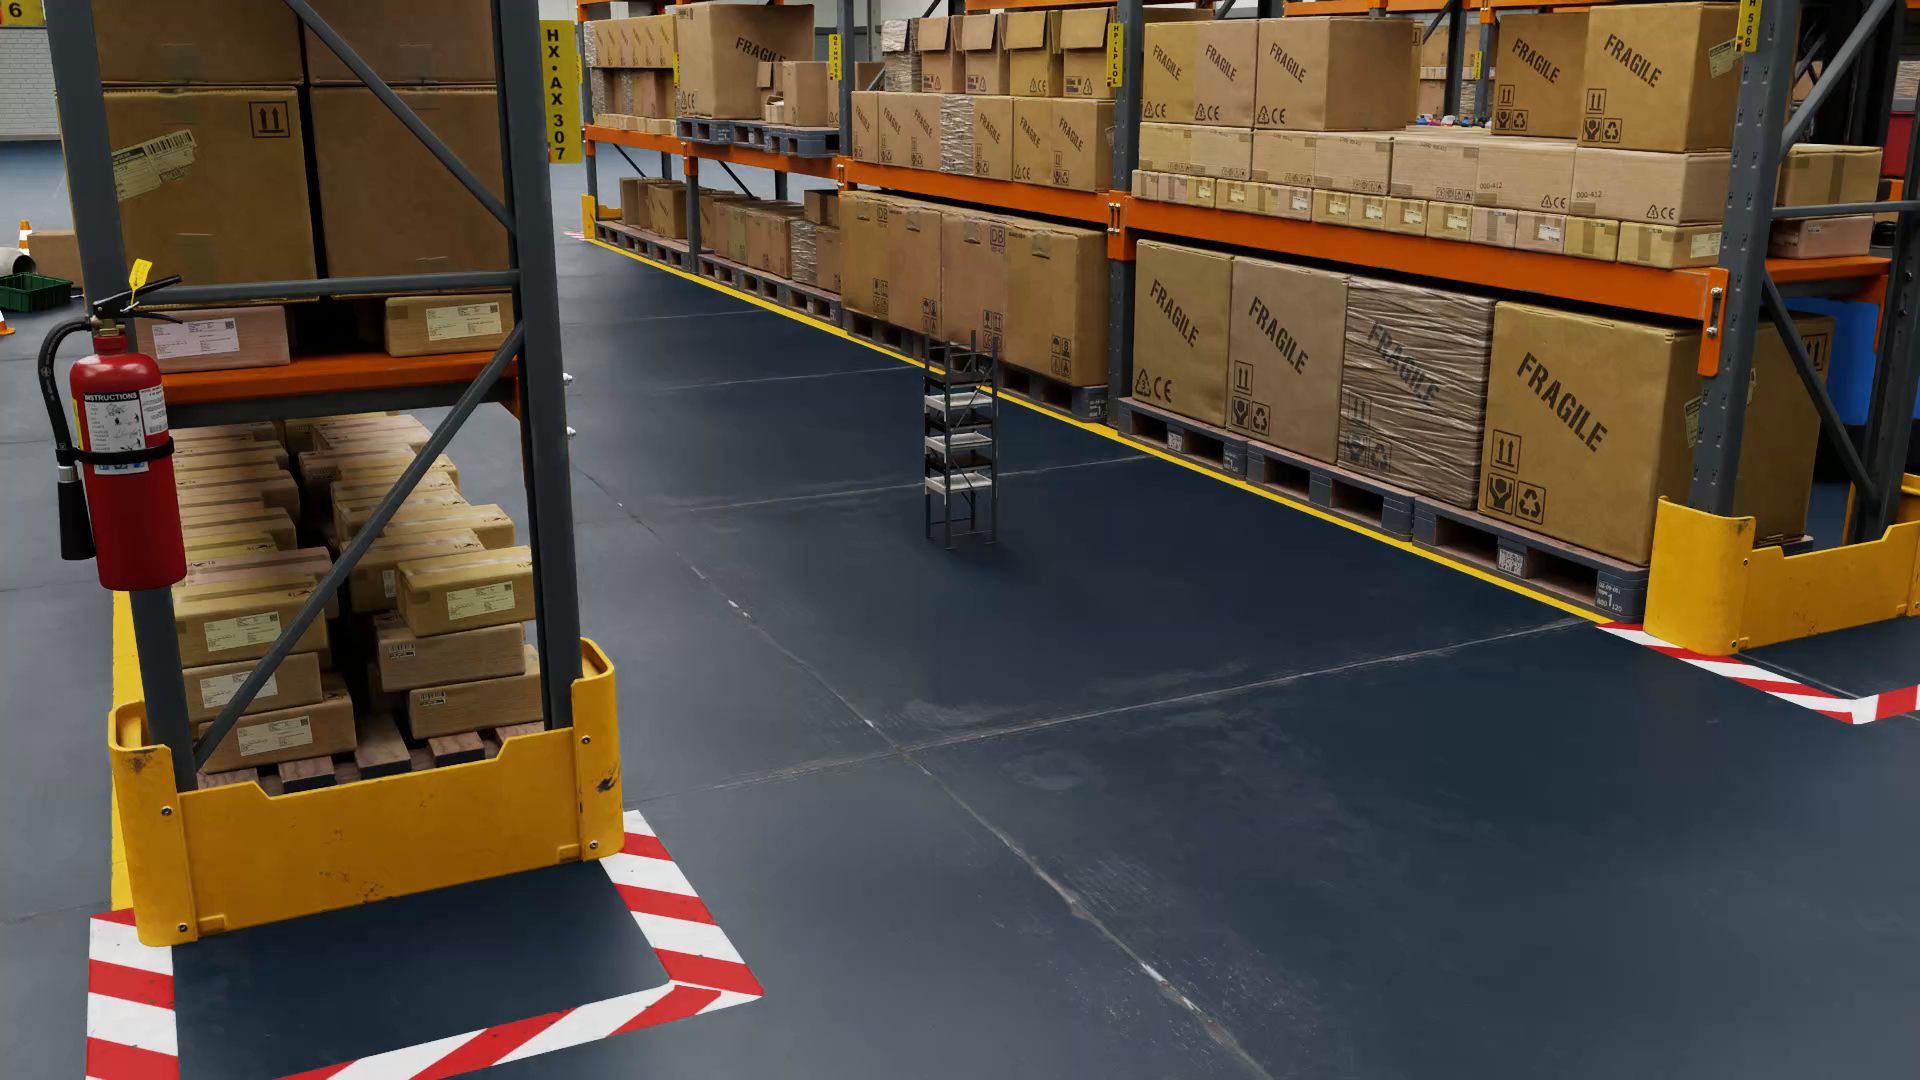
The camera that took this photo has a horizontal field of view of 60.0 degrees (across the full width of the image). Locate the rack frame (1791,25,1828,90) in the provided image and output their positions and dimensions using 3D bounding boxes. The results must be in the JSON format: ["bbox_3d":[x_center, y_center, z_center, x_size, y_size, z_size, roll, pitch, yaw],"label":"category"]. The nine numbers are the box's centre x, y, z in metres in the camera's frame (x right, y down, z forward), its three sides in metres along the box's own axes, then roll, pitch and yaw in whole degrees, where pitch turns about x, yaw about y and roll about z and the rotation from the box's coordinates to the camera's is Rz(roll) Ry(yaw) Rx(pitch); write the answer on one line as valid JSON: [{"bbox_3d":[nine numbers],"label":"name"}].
[{"bbox_3d":[5.767,-2.737,11.349,1.000,3.000,0.127,-8,18,-25],"label":"rack frame"}]

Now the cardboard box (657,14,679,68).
[{"bbox_3d":[-2.635,-4.872,16.256,0.500,0.500,0.500,-8,18,-25],"label":"cardboard box"}]

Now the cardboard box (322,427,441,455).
[{"bbox_3d":[-2.161,-0.310,6.221,0.380,0.149,0.250,-8,18,-27],"label":"cardboard box"}]

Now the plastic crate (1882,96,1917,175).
[{"bbox_3d":[5.933,-2.544,10.454,0.402,0.464,0.583,-8,18,-25],"label":"plastic crate"}]

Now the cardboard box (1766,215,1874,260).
[{"bbox_3d":[3.208,-1.153,6.287,0.380,0.149,0.250,-7,18,-24],"label":"cardboard box"}]

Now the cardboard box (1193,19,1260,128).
[{"bbox_3d":[1.503,-2.297,8.189,0.500,0.500,0.500,-8,18,-25],"label":"cardboard box"}]

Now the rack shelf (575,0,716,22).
[{"bbox_3d":[-3.066,-5.714,17.589,1.077,0.370,4.000,-8,18,-25],"label":"rack shelf"}]

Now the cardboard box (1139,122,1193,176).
[{"bbox_3d":[1.285,-2.061,8.726,0.500,0.250,0.500,-8,18,-26],"label":"cardboard box"}]

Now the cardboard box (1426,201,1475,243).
[{"bbox_3d":[2.166,-1.327,6.892,0.380,0.149,0.250,-8,18,-26],"label":"cardboard box"}]

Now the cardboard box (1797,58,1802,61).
[{"bbox_3d":[11.150,-6.357,22.841,0.500,0.500,0.500,-8,18,-26],"label":"cardboard box"}]

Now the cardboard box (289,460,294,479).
[{"bbox_3d":[-2.672,-0.265,7.142,0.380,0.149,0.250,-7,17,-23],"label":"cardboard box"}]

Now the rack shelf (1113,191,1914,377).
[{"bbox_3d":[2.191,-1.296,7.634,1.077,0.370,4.000,-8,18,-25],"label":"rack shelf"}]

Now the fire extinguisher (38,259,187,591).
[{"bbox_3d":[-1.741,-0.237,3.456,0.296,0.674,0.183,-8,18,-25],"label":"fire extinguisher"}]

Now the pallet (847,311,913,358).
[{"bbox_3d":[-0.160,-1.585,12.391,1.003,0.211,1.213,-8,18,-25],"label":"pallet"}]

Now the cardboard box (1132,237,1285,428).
[{"bbox_3d":[1.532,-1.145,8.894,0.875,0.875,0.875,-8,18,-25],"label":"cardboard box"}]

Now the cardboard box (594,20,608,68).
[{"bbox_3d":[-3.734,-5.491,18.414,0.500,0.500,0.500,-8,18,-25],"label":"cardboard box"}]

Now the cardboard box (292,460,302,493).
[{"bbox_3d":[-2.480,-0.295,6.707,0.380,0.149,0.250,-7,18,-24],"label":"cardboard box"}]

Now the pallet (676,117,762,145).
[{"bbox_3d":[-1.986,-3.822,15.480,1.003,0.211,1.213,-8,18,-25],"label":"pallet"}]

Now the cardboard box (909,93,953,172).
[{"bbox_3d":[-0.014,-2.770,11.285,0.500,0.500,0.500,-8,18,-26],"label":"cardboard box"}]

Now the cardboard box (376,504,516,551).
[{"bbox_3d":[-1.584,0.008,5.114,0.380,0.149,0.250,-8,18,-25],"label":"cardboard box"}]

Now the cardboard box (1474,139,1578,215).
[{"bbox_3d":[2.394,-1.431,6.532,0.500,0.250,0.500,-8,18,-26],"label":"cardboard box"}]

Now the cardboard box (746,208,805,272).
[{"bbox_3d":[-1.503,-2.718,15.017,0.700,0.500,0.500,-9,19,-30],"label":"cardboard box"}]

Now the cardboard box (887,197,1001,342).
[{"bbox_3d":[0.229,-1.915,11.576,1.225,0.875,0.875,-8,18,-25],"label":"cardboard box"}]

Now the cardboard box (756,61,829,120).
[{"bbox_3d":[-1.348,-3.955,14.644,0.797,0.503,0.637,-6,17,-19],"label":"cardboard box"}]

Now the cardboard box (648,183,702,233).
[{"bbox_3d":[-3.134,-3.655,18.321,0.500,0.500,0.500,-6,17,-20],"label":"cardboard box"}]

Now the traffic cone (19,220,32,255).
[{"bbox_3d":[-9.489,-3.017,16.923,0.336,0.463,0.334,-8,18,-25],"label":"traffic cone"}]

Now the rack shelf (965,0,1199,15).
[{"bbox_3d":[1.386,-6.312,19.675,1.077,0.370,4.000,-8,18,-25],"label":"rack shelf"}]

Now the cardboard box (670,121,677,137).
[{"bbox_3d":[-2.650,-4.082,16.492,0.380,0.149,0.250,-8,18,-25],"label":"cardboard box"}]

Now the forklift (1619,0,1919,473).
[{"bbox_3d":[4.228,-2.100,9.256,1.130,2.935,3.031,-6,17,-21],"label":"forklift"}]

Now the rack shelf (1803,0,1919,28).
[{"bbox_3d":[12.044,-6.517,20.390,1.077,0.370,4.000,-8,18,-25],"label":"rack shelf"}]

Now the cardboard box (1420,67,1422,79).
[{"bbox_3d":[5.961,-5.972,21.265,0.380,0.149,0.250,-8,18,-25],"label":"cardboard box"}]

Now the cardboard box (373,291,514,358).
[{"bbox_3d":[-1.283,-0.571,4.258,0.380,0.149,0.250,-8,18,-25],"label":"cardboard box"}]

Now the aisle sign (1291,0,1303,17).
[{"bbox_3d":[4.660,-7.539,23.369,0.394,0.787,0.004,-8,18,-25],"label":"aisle sign"}]

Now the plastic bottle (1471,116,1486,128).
[{"bbox_3d":[4.235,-3.315,13.577,0.061,0.283,0.133,-8,18,-25],"label":"plastic bottle"}]

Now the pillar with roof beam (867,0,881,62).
[{"bbox_3d":[-6.513,-16.642,48.930,9.100,9.000,0.400,-8,18,-25],"label":"pillar with roof beam"}]

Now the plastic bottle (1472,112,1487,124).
[{"bbox_3d":[4.575,-3.624,14.651,0.061,0.283,0.133,-8,18,-25],"label":"plastic bottle"}]

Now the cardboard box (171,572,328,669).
[{"bbox_3d":[-1.896,0.210,4.409,0.380,0.149,0.250,-7,18,-24],"label":"cardboard box"}]

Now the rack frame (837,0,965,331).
[{"bbox_3d":[-0.438,-3.130,12.719,1.000,3.000,0.127,-8,18,-25],"label":"rack frame"}]

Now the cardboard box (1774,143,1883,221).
[{"bbox_3d":[3.099,-1.369,6.315,0.500,0.250,0.500,-8,18,-26],"label":"cardboard box"}]

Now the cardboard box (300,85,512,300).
[{"bbox_3d":[-1.384,-0.908,4.255,0.500,0.500,0.500,-7,17,-22],"label":"cardboard box"}]

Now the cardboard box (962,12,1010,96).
[{"bbox_3d":[0.451,-3.149,10.788,0.797,0.503,0.637,-7,17,-23],"label":"cardboard box"}]

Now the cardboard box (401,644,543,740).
[{"bbox_3d":[-1.378,0.428,4.728,0.380,0.149,0.250,-7,18,-24],"label":"cardboard box"}]

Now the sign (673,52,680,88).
[{"bbox_3d":[-2.675,-4.470,15.821,0.100,0.325,0.005,-8,18,-25],"label":"sign"}]

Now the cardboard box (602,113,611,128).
[{"bbox_3d":[-3.844,-4.765,18.873,0.380,0.149,0.250,-8,18,-25],"label":"cardboard box"}]

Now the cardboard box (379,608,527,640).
[{"bbox_3d":[-1.504,0.218,4.921,0.380,0.149,0.250,-8,18,-25],"label":"cardboard box"}]

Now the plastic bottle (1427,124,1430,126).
[{"bbox_3d":[3.982,-3.430,14.126,0.097,0.201,0.097,0,16,0],"label":"plastic bottle"}]

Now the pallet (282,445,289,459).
[{"bbox_3d":[-3.531,-0.416,8.318,1.003,0.211,1.213,-8,18,-25],"label":"pallet"}]

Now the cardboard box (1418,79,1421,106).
[{"bbox_3d":[6.063,-5.730,21.599,0.700,0.500,0.500,-7,18,-24],"label":"cardboard box"}]

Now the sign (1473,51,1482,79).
[{"bbox_3d":[6.218,-5.705,19.978,0.100,0.325,0.005,-8,18,-25],"label":"sign"}]

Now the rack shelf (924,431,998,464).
[{"bbox_3d":[0.004,-0.398,7.129,0.258,0.077,0.200,-8,18,-25],"label":"rack shelf"}]

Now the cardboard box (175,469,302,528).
[{"bbox_3d":[-2.422,-0.119,5.555,0.380,0.149,0.250,-8,18,-27],"label":"cardboard box"}]

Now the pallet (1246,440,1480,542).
[{"bbox_3d":[2.116,-0.297,7.902,1.003,0.211,1.213,-8,18,-25],"label":"pallet"}]

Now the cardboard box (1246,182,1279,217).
[{"bbox_3d":[1.605,-1.645,8.000,0.380,0.149,0.250,-8,18,-26],"label":"cardboard box"}]

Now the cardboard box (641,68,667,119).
[{"bbox_3d":[-2.829,-4.672,17.372,0.875,0.500,0.500,-8,18,-25],"label":"cardboard box"}]

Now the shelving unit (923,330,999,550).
[{"bbox_3d":[0.004,-0.431,7.120,0.258,0.900,0.210,-8,18,-25],"label":"shelving unit"}]
